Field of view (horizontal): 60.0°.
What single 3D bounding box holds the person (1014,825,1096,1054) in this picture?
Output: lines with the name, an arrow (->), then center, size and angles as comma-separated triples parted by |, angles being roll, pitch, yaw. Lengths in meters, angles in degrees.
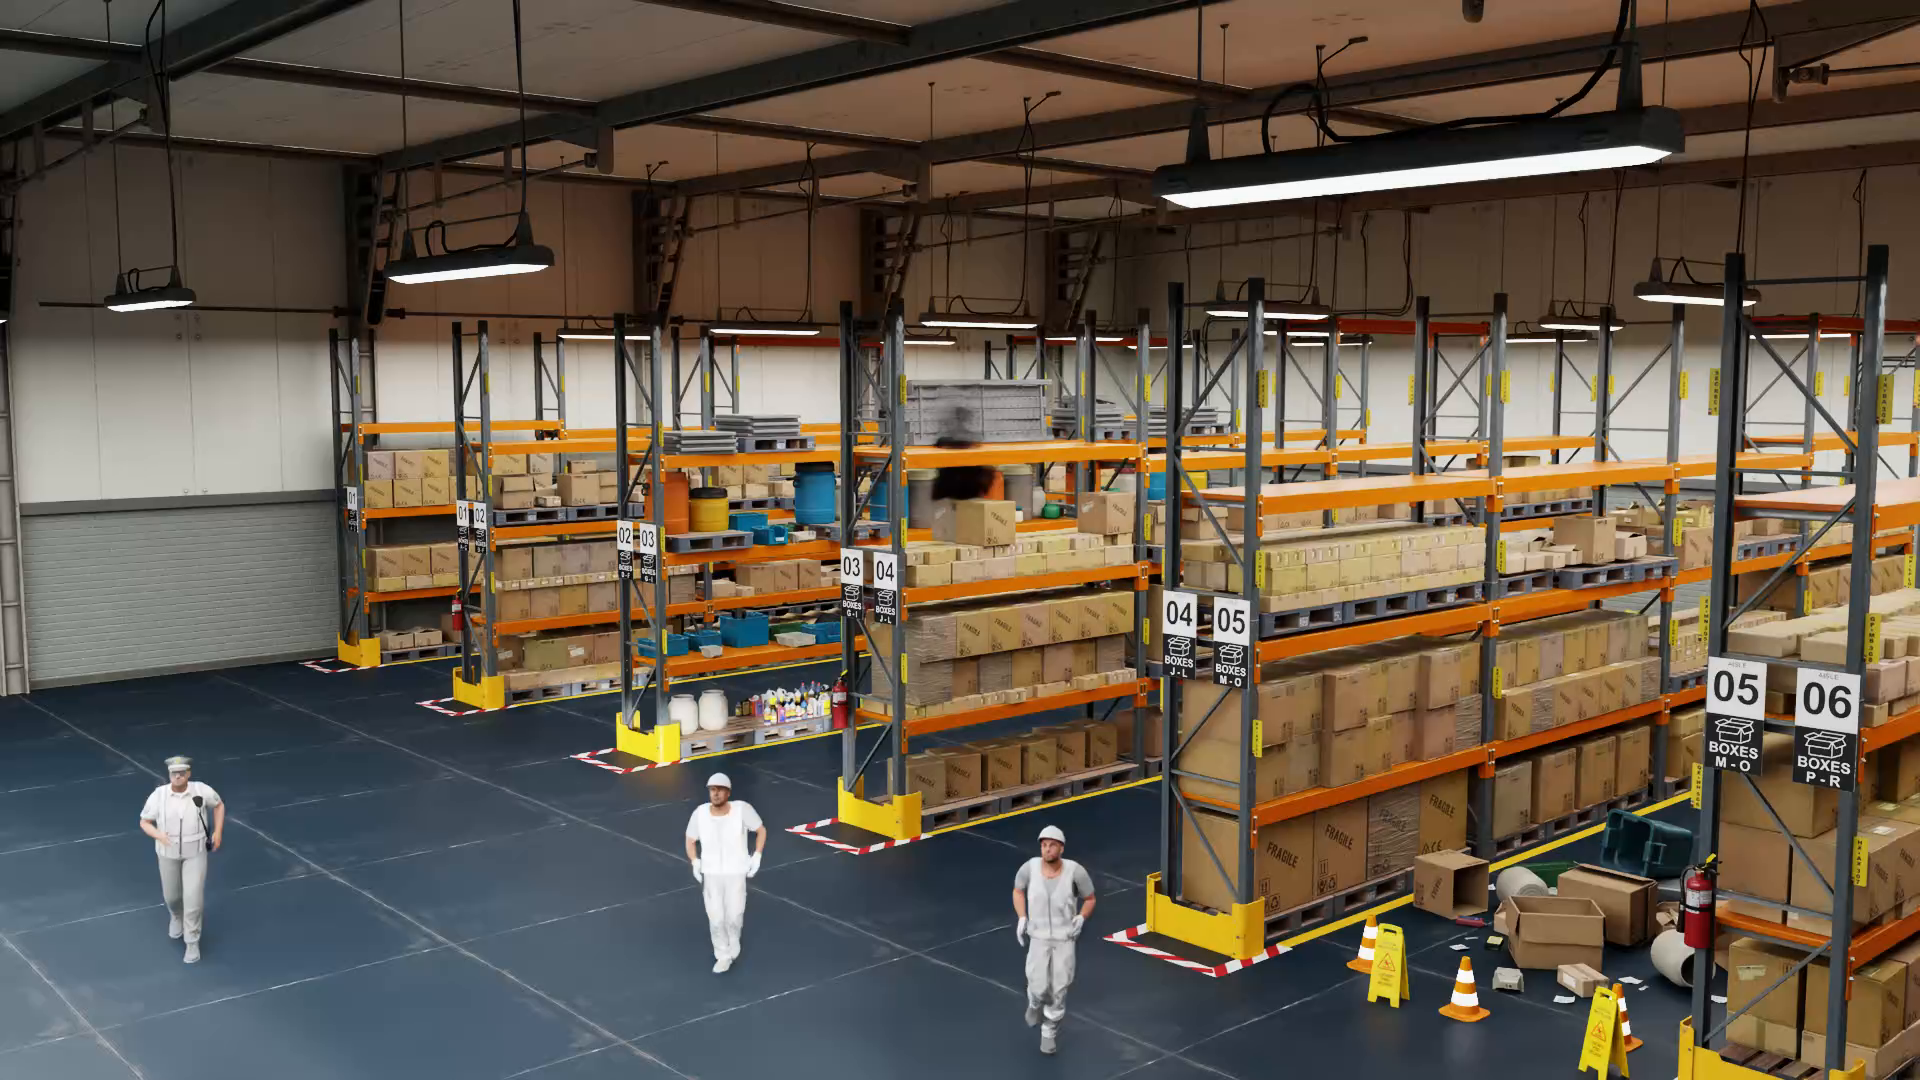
person -> 0.716, 3.044, 12.732 | 0.643, 1.751, 0.628 | 1, 6, 7

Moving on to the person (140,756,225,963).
person -> -6.987, 2.809, 14.969 | 0.686, 1.806, 0.867 | -2, 6, -21

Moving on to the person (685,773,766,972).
person -> -2.045, 2.882, 14.393 | 0.689, 1.739, 0.530 | 0, 6, 0
